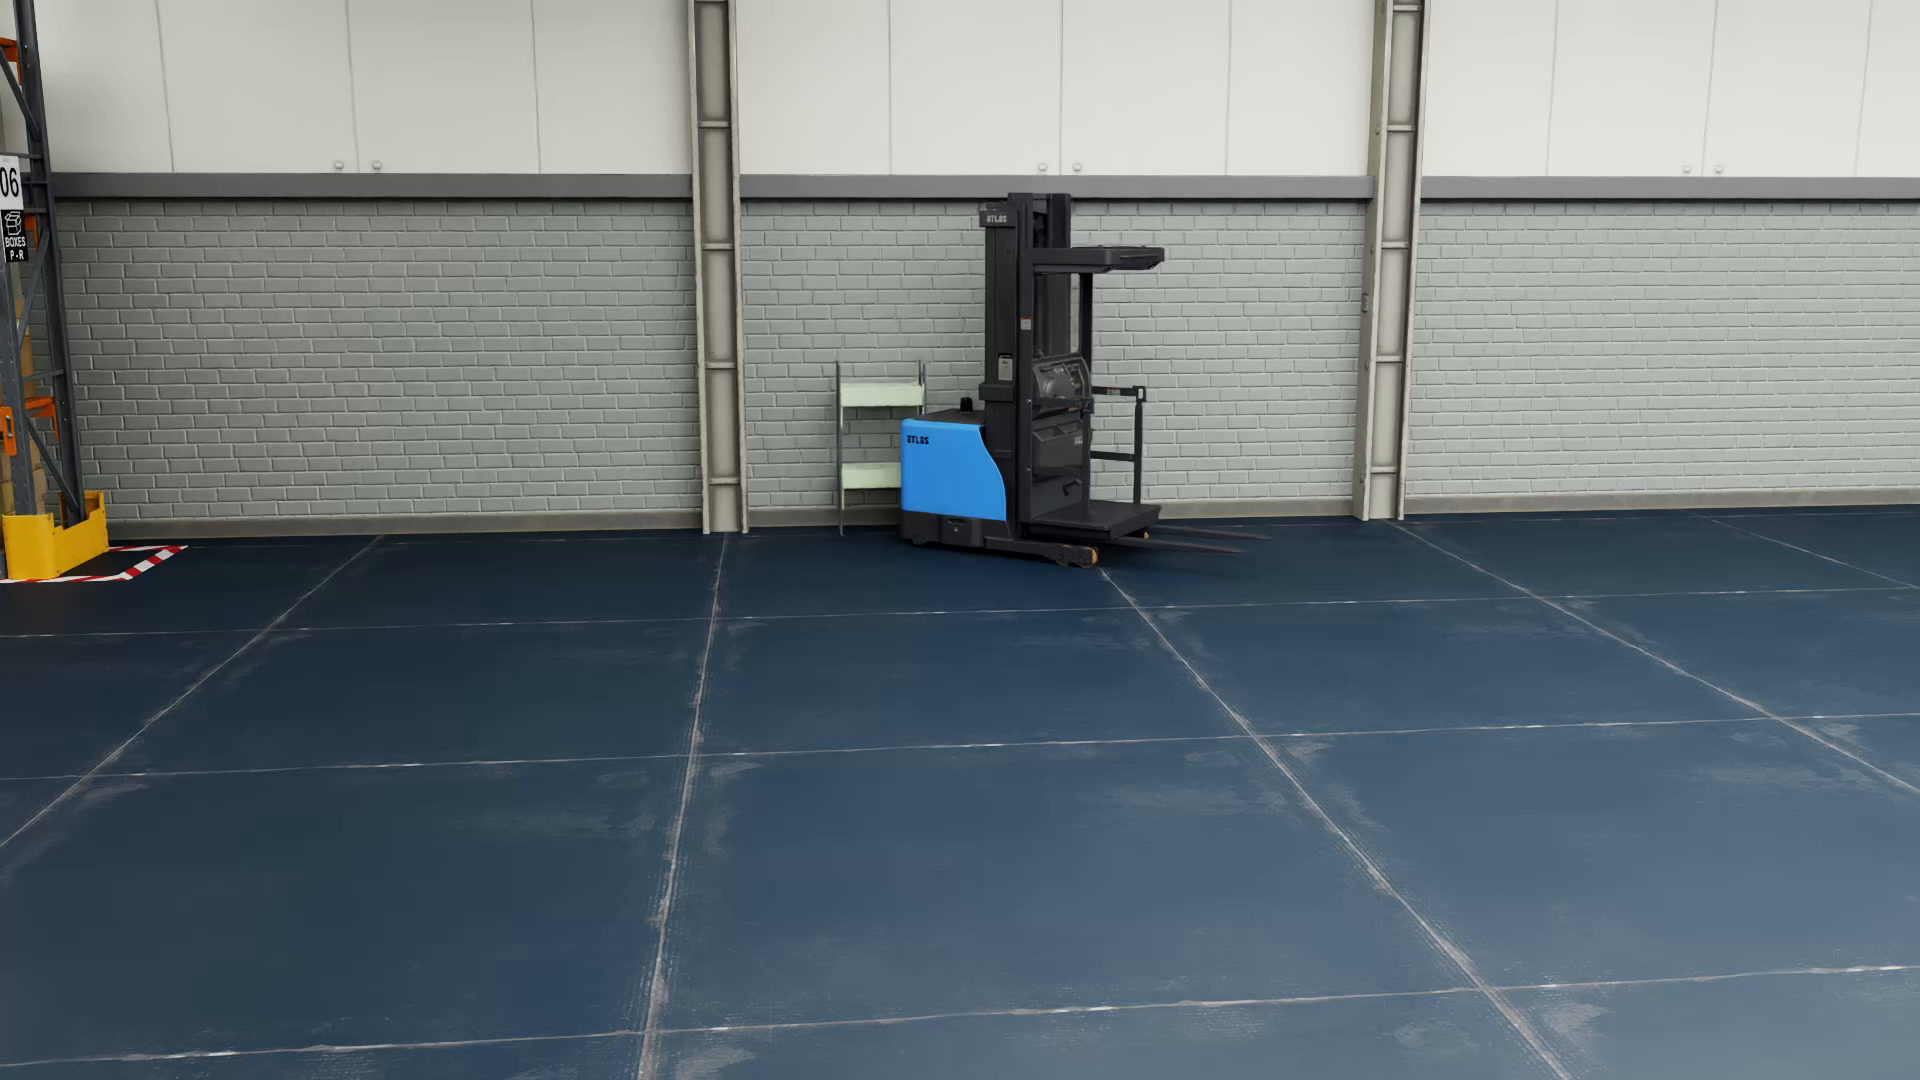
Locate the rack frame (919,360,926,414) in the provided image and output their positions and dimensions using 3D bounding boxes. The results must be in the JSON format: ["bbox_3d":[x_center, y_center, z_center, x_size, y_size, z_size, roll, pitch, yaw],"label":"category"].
[{"bbox_3d":[-0.331,-0.823,14.666,0.023,1.500,0.400,-1,11,-7],"label":"rack frame"}]

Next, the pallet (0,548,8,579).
[{"bbox_3d":[-8.015,0.115,13.237,1.213,0.211,1.003,-1,11,-6],"label":"pallet"}]

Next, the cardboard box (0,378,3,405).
[{"bbox_3d":[-7.721,-1.266,12.771,0.500,0.500,0.500,-1,11,-7],"label":"cardboard box"}]

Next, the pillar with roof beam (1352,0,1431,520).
[{"bbox_3d":[4.345,-3.804,10.388,0.400,9.000,9.100,-1,11,-6],"label":"pillar with roof beam"}]

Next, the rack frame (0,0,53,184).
[{"bbox_3d":[-7.260,-4.221,12.511,0.127,3.000,1.000,-1,11,-6],"label":"rack frame"}]

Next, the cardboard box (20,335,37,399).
[{"bbox_3d":[-7.782,-1.369,13.298,0.500,0.500,0.500,-1,11,-4],"label":"cardboard box"}]

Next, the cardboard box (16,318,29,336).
[{"bbox_3d":[-7.625,-1.687,13.234,0.250,0.149,0.380,-1,11,-8],"label":"cardboard box"}]

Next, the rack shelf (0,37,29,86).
[{"bbox_3d":[-9.248,-3.630,12.407,4.000,0.370,1.077,-1,11,-6],"label":"rack shelf"}]

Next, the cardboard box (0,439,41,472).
[{"bbox_3d":[-7.758,-0.651,13.351,0.500,0.250,0.500,-1,11,-7],"label":"cardboard box"}]

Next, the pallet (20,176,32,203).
[{"bbox_3d":[-7.965,-2.696,12.759,1.213,0.211,1.003,-1,11,-6],"label":"pallet"}]

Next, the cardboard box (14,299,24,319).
[{"bbox_3d":[-7.617,-1.825,13.161,0.250,0.149,0.380,-1,11,-7],"label":"cardboard box"}]

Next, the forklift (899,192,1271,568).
[{"bbox_3d":[1.016,-1.331,13.540,3.031,2.935,1.130,6,13,30],"label":"forklift"}]

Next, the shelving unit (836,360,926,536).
[{"bbox_3d":[-0.694,-0.814,14.621,0.755,1.500,0.431,-1,11,-7],"label":"shelving unit"}]

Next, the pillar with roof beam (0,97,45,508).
[{"bbox_3d":[-7.584,-3.554,9.117,0.400,9.000,9.100,-1,11,-6],"label":"pillar with roof beam"}]

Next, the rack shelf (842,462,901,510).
[{"bbox_3d":[-0.694,-0.494,14.684,0.720,0.370,0.431,-1,11,-7],"label":"rack shelf"}]

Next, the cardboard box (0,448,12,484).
[{"bbox_3d":[-7.684,-0.555,12.865,0.500,0.250,0.500,-1,11,-4],"label":"cardboard box"}]

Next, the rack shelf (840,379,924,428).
[{"bbox_3d":[-0.694,-1.197,14.546,0.720,0.370,0.431,-1,11,-7],"label":"rack shelf"}]

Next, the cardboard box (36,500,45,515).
[{"bbox_3d":[-7.769,-0.162,13.453,0.500,0.250,0.500,-1,11,-6],"label":"cardboard box"}]

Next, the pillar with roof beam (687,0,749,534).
[{"bbox_3d":[-1.619,-3.679,9.753,0.400,9.000,9.100,-1,11,-6],"label":"pillar with roof beam"}]

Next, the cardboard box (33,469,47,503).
[{"bbox_3d":[-7.750,-0.410,13.419,0.500,0.250,0.500,-1,11,-5],"label":"cardboard box"}]

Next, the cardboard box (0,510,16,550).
[{"bbox_3d":[-7.693,-0.064,12.956,0.500,0.250,0.500,-1,11,-6],"label":"cardboard box"}]

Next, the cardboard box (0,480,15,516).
[{"bbox_3d":[-7.710,-0.309,12.909,0.500,0.250,0.500,-1,11,-7],"label":"cardboard box"}]

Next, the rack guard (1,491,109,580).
[{"bbox_3d":[-7.236,-0.051,13.333,0.348,0.500,1.175,-1,11,-6],"label":"rack guard"}]

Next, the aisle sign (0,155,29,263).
[{"bbox_3d":[-7.163,-2.498,12.559,0.004,0.787,0.394,-1,11,-6],"label":"aisle sign"}]

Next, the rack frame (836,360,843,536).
[{"bbox_3d":[-1.057,-0.805,14.576,0.023,1.500,0.400,-1,11,-7],"label":"rack frame"}]

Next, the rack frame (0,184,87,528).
[{"bbox_3d":[-7.260,-1.277,13.089,0.127,3.000,1.000,-1,11,-6],"label":"rack frame"}]

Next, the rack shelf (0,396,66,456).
[{"bbox_3d":[-9.248,-0.883,12.947,4.000,0.370,1.077,-1,11,-6],"label":"rack shelf"}]

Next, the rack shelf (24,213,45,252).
[{"bbox_3d":[-9.248,-2.355,12.658,4.000,0.370,1.077,-1,11,-6],"label":"rack shelf"}]
